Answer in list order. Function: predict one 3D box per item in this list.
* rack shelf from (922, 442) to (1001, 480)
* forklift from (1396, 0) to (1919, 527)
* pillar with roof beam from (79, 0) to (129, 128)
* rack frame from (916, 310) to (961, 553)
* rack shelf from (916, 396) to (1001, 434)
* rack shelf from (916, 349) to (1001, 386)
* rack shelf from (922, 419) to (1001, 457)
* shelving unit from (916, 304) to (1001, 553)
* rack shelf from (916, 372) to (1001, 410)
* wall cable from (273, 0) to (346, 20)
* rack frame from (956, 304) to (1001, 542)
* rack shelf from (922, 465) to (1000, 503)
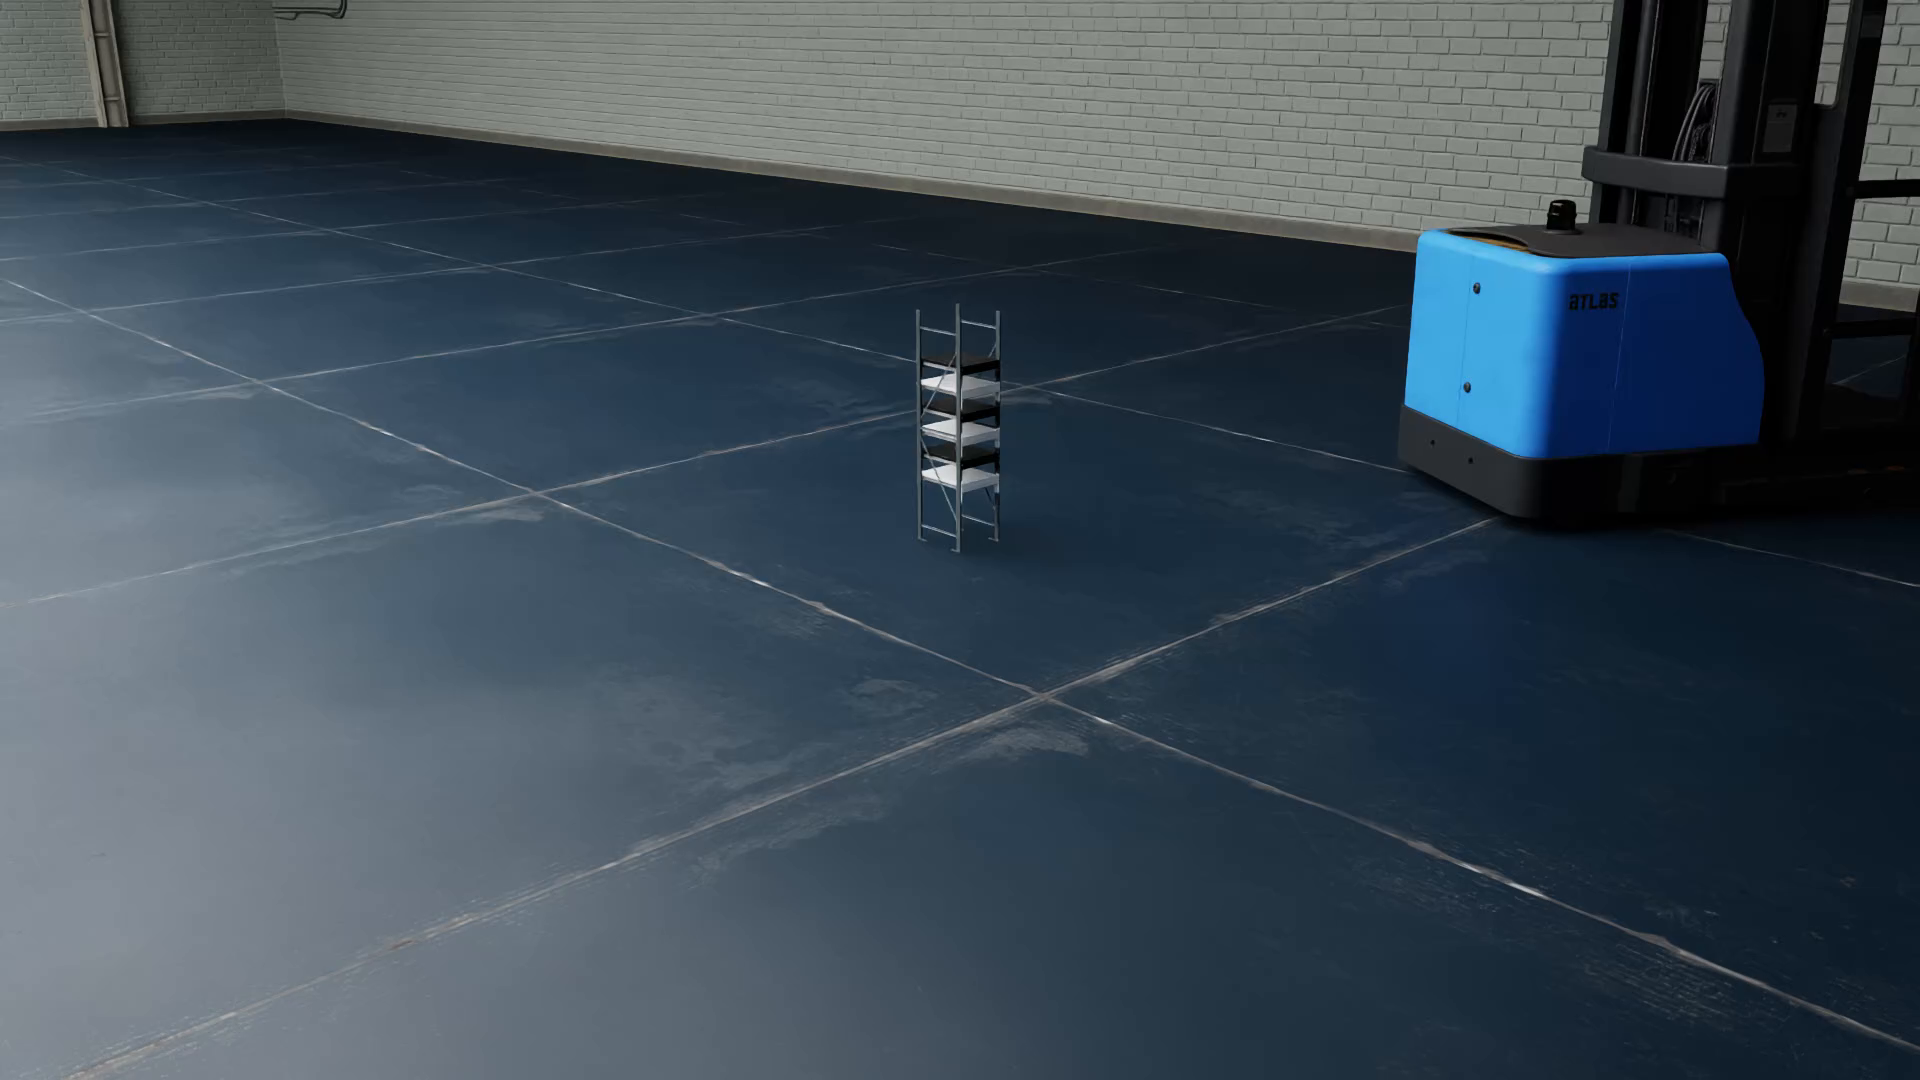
[{"bbox_3d":[-0.006,-0.309,6.379,0.200,0.077,0.258,-16,24,-41],"label":"rack shelf"},{"bbox_3d":[3.514,-1.676,6.901,3.031,2.935,1.130,-5,19,-14],"label":"forklift"},{"bbox_3d":[-11.205,-10.237,23.469,0.400,9.000,9.100,-16,24,-41],"label":"pillar with roof beam"},{"bbox_3d":[-0.080,-0.405,6.274,0.006,0.900,0.240,-16,24,-41],"label":"rack frame"},{"bbox_3d":[-0.006,-0.480,6.323,0.200,0.077,0.258,-16,24,-41],"label":"rack shelf"},{"bbox_3d":[-0.006,-0.651,6.268,0.200,0.077,0.258,-16,24,-41],"label":"rack shelf"},{"bbox_3d":[-0.006,-0.395,6.351,0.200,0.077,0.258,-16,24,-41],"label":"rack shelf"},{"bbox_3d":[-0.006,-0.426,6.341,0.210,0.900,0.258,-16,24,-41],"label":"shelving unit"},{"bbox_3d":[-0.006,-0.566,6.295,0.200,0.077,0.258,-16,24,-41],"label":"rack shelf"},{"bbox_3d":[-11.114,-10.053,27.935,0.112,2.526,3.097,-16,24,-41],"label":"wall cable"},{"bbox_3d":[0.068,-0.448,6.407,0.006,0.900,0.240,-16,24,-41],"label":"rack frame"},{"bbox_3d":[-0.006,-0.223,6.406,0.200,0.077,0.258,-16,24,-41],"label":"rack shelf"}]
